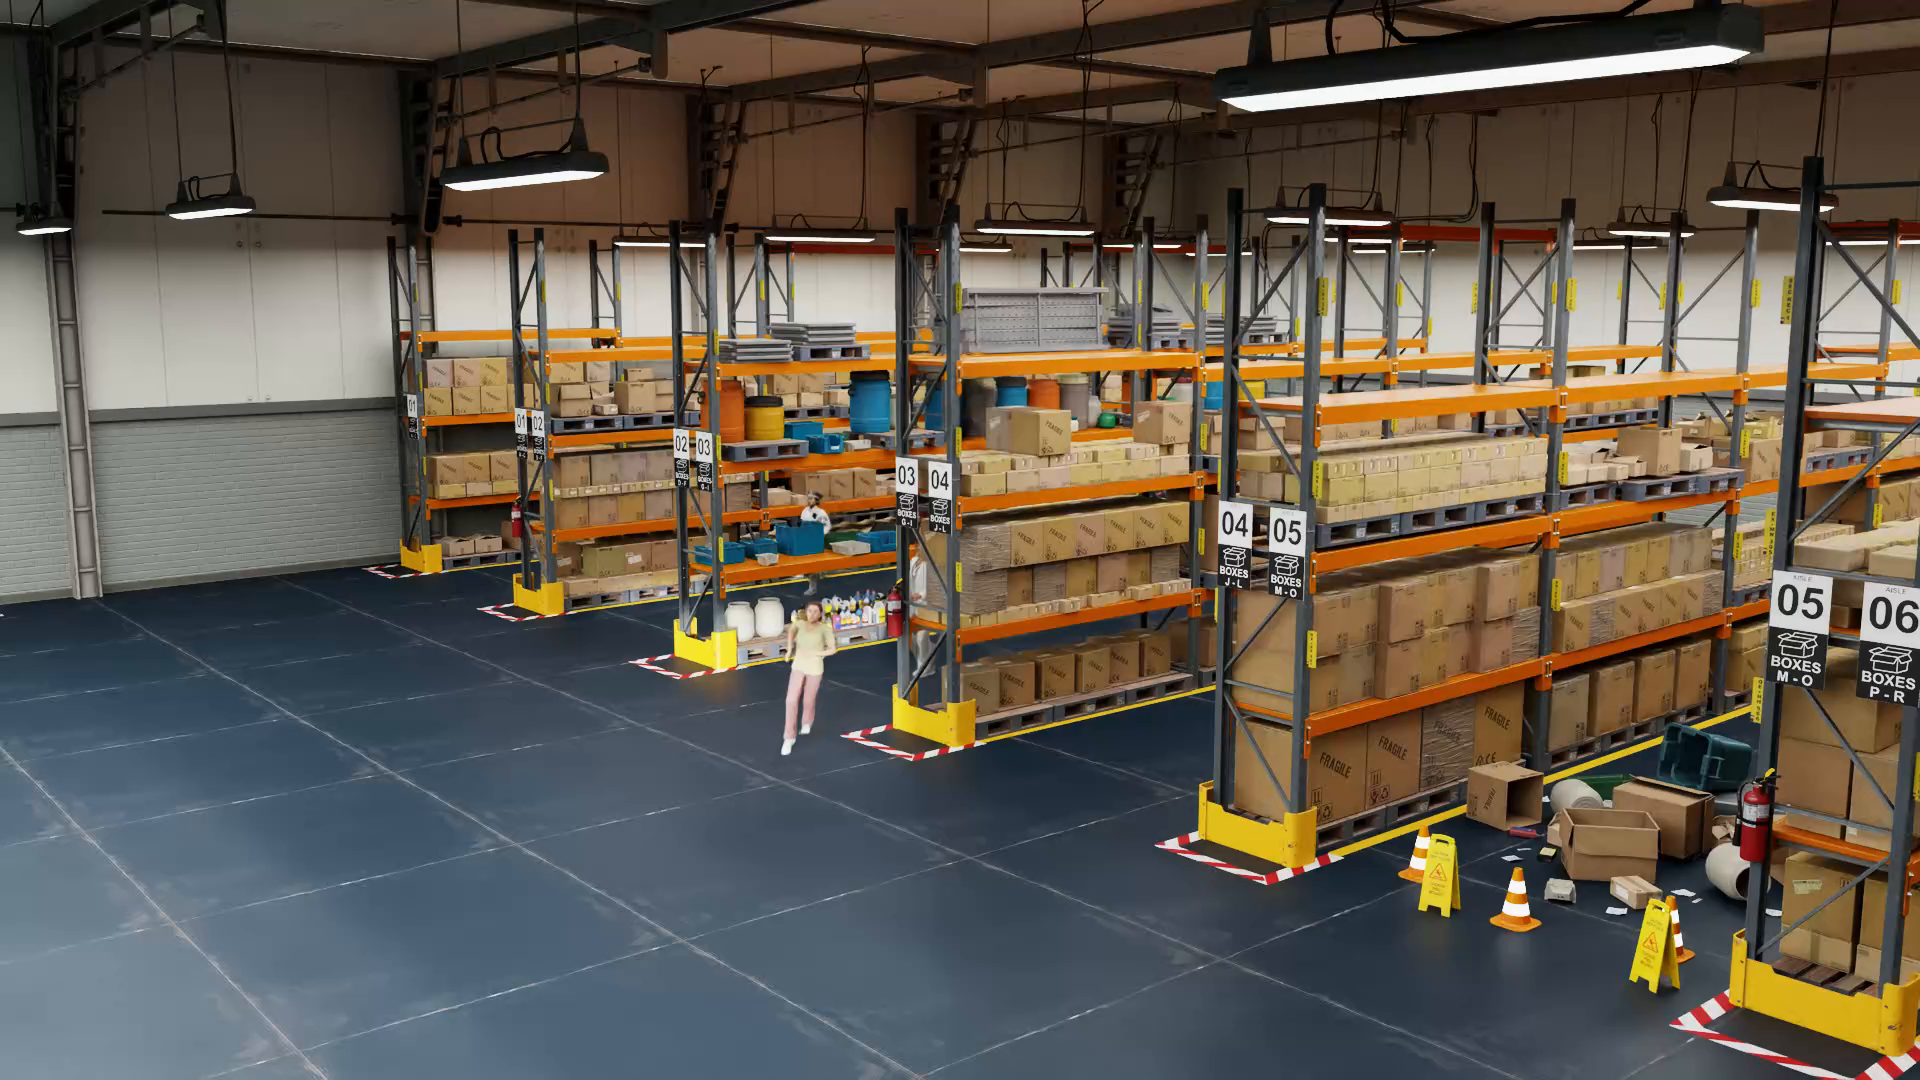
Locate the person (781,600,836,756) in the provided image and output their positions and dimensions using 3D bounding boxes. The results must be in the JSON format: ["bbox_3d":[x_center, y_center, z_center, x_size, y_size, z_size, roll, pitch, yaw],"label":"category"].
[{"bbox_3d":[-1.673,1.491,18.661,0.594,1.683,0.903,1,9,5],"label":"person"}]

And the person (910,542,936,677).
[{"bbox_3d":[-0.530,0.849,20.652,0.714,1.743,0.599,8,12,41],"label":"person"}]

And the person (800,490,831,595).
[{"bbox_3d":[-2.308,0.026,26.307,0.615,1.667,0.555,6,10,33],"label":"person"}]
